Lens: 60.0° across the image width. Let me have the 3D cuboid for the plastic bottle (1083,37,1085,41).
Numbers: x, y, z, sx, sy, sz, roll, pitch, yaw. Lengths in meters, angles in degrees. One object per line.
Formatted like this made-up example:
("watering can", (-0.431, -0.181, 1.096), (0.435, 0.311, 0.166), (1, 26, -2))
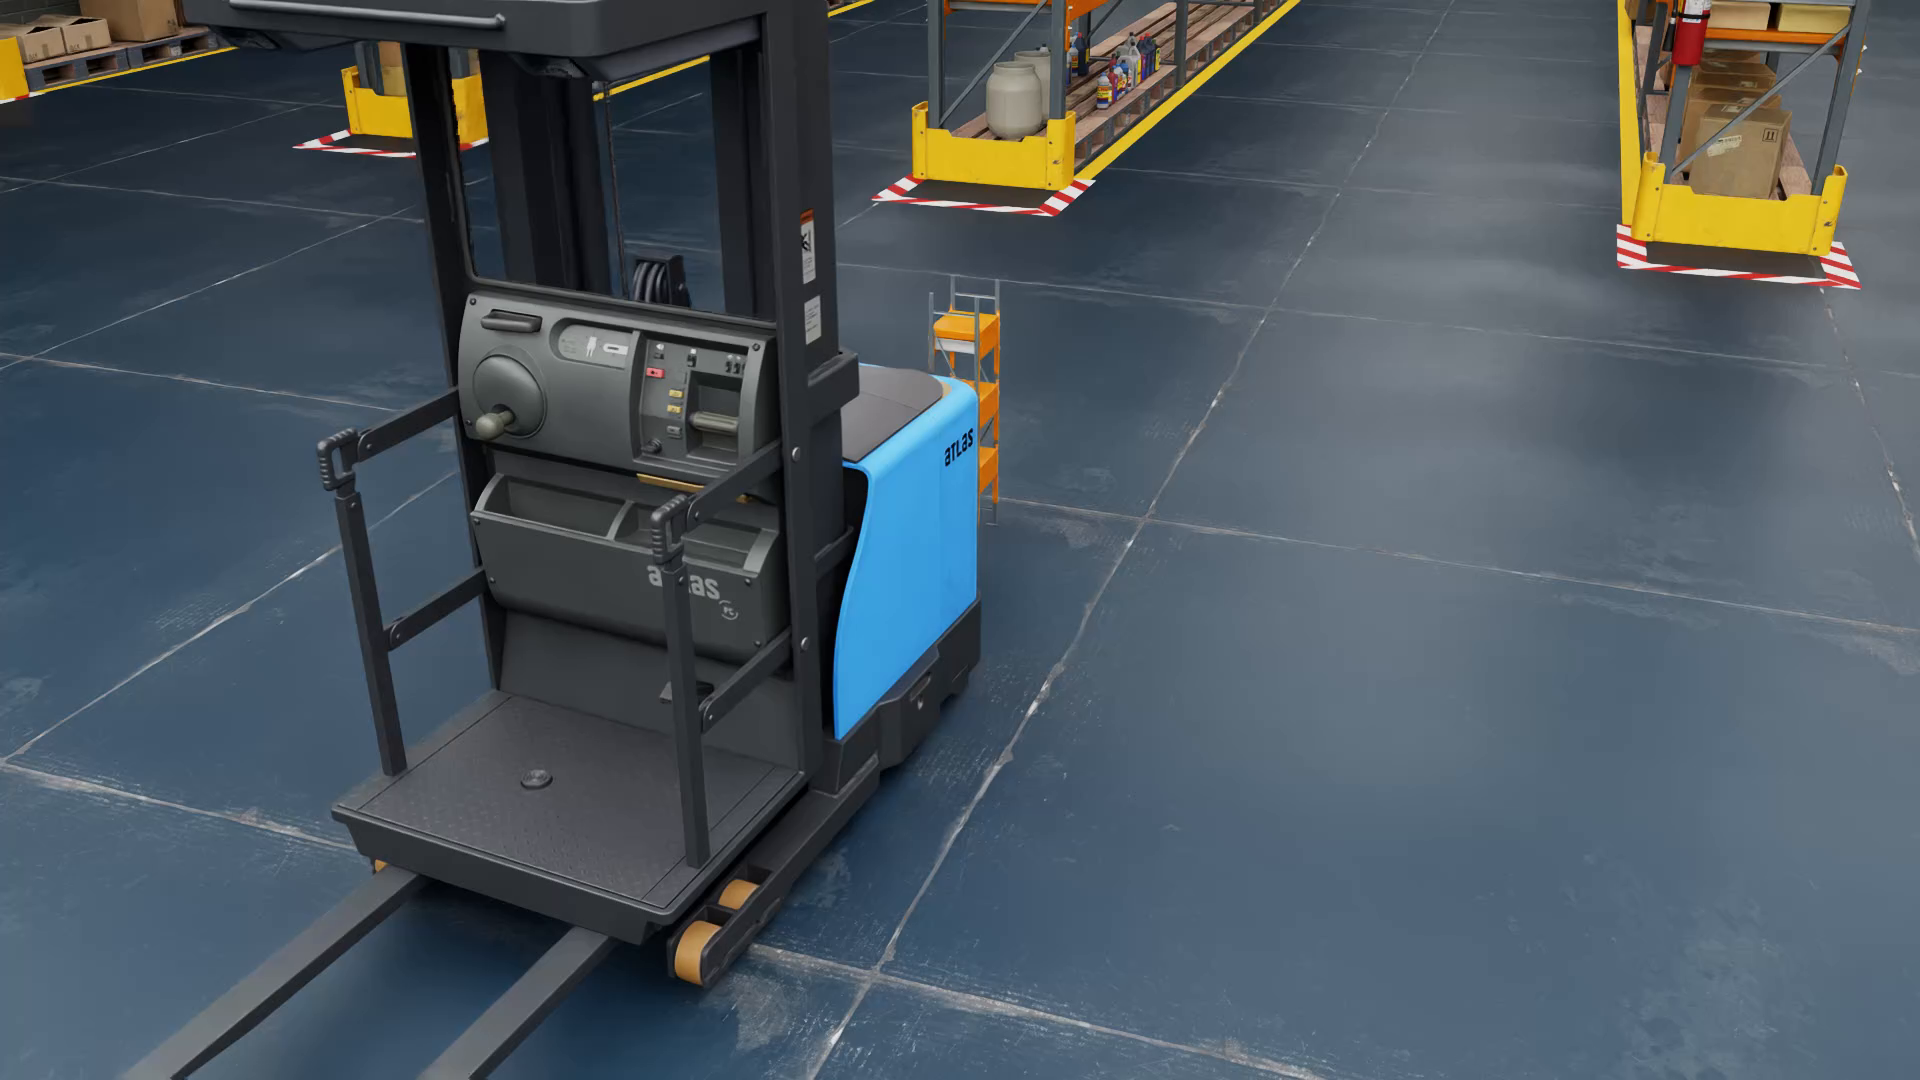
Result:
("plastic bottle", (1.090, -4.366, 14.939), (0.061, 0.283, 0.133), (9, 27, 17))

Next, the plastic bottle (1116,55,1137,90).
("plastic bottle", (1.419, -3.998, 14.187), (0.152, 0.276, 0.135), (9, 27, 18))

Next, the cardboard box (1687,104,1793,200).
("cardboard box", (5.154, -2.567, 10.995), (0.500, 0.500, 0.500), (14, 29, 27))

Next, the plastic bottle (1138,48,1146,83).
("plastic bottle", (1.569, -4.128, 14.445), (0.061, 0.283, 0.133), (11, 28, 21))

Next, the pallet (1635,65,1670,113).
("pallet", (6.519, -3.957, 14.681), (1.003, 0.211, 1.213), (9, 27, 17))

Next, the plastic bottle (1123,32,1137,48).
("plastic bottle", (1.512, -4.331, 14.787), (0.144, 0.351, 0.185), (9, 27, 17))

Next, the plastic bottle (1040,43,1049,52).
("plastic bottle", (0.726, -4.092, 14.295), (0.144, 0.351, 0.185), (9, 27, 17))

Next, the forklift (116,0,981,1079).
("forklift", (-1.004, -0.371, 4.152), (1.130, 2.935, 3.031), (11, 28, 22))

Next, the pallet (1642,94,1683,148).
("pallet", (6.071, -3.356, 13.439), (1.003, 0.211, 1.213), (9, 27, 17))

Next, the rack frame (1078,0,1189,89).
("rack frame", (1.590, -5.610, 14.896), (1.000, 3.000, 0.127), (9, 27, 17))

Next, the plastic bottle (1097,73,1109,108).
("plastic bottle", (1.156, -3.637, 13.445), (0.097, 0.271, 0.097), (0, 26, 0))

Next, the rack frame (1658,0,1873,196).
("rack frame", (4.930, -3.248, 10.017), (1.000, 3.000, 0.127), (9, 27, 17))

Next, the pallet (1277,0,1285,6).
("pallet", (3.552, -6.829, 20.612), (1.003, 0.211, 1.213), (9, 27, 17))

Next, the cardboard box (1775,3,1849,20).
("cardboard box", (5.351, -3.318, 10.449), (0.380, 0.149, 0.250), (9, 27, 17))

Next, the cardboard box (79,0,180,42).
("cardboard box", (-8.287, -5.276, 16.569), (0.700, 0.500, 0.500), (7, 27, 14))

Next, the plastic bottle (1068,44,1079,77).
("plastic bottle", (0.996, -4.232, 14.674), (0.097, 0.271, 0.097), (0, 26, 0))

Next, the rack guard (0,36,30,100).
("rack guard", (-9.058, -4.310, 15.077), (1.175, 0.500, 0.348), (9, 27, 17))

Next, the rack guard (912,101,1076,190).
("rack guard", (0.240, -2.880, 12.124), (1.175, 0.500, 0.348), (9, 27, 17))

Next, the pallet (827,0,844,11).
("pallet", (-2.059, -6.386, 19.698), (1.003, 0.211, 1.213), (9, 27, 17))

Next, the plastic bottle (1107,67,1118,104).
("plastic bottle", (1.249, -3.732, 13.629), (0.061, 0.283, 0.133), (9, 27, 18))

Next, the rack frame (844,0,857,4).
("rack frame", (-1.748, -7.974, 19.777), (1.000, 3.000, 0.127), (9, 27, 17))

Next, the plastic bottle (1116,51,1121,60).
("plastic bottle", (1.371, -4.072, 14.331), (0.061, 0.283, 0.133), (9, 27, 17))

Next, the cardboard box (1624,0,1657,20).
("cardboard box", (7.841, -6.049, 17.758), (1.225, 0.875, 0.875), (7, 27, 15))

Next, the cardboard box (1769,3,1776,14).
("cardboard box", (5.512, -3.524, 10.875), (0.380, 0.149, 0.250), (9, 27, 17))

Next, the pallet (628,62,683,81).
("pallet", (-3.384, -4.755, 16.328), (1.003, 0.211, 1.213), (9, 27, 17))

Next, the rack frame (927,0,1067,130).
("rack frame", (0.259, -3.967, 11.501), (1.000, 3.000, 0.127), (9, 27, 17))

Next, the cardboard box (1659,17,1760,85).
("cardboard box", (6.486, -4.214, 14.376), (0.700, 0.500, 0.500), (7, 27, 13))

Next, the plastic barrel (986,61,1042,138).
("plastic barrel", (0.406, -3.317, 12.533), (0.421, 0.512, 0.421), (0, 26, 0))

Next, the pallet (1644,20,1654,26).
("pallet", (7.926, -5.594, 18.061), (1.003, 0.211, 1.213), (9, 27, 17))

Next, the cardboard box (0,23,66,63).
("cardboard box", (-8.768, -4.662, 15.518), (0.500, 0.311, 0.500), (6, 26, 12))

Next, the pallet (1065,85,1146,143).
("pallet", (0.923, -3.582, 13.907), (1.003, 0.211, 1.213), (9, 27, 17))

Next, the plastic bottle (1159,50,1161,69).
("plastic bottle", (1.763, -4.355, 15.008), (0.097, 0.201, 0.097), (0, 26, 0))

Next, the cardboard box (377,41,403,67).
("cardboard box", (-4.513, -4.239, 13.876), (0.500, 0.500, 0.500), (9, 27, 17))

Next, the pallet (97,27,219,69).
("pallet", (-8.347, -5.008, 16.851), (1.003, 0.211, 1.213), (9, 27, 17))

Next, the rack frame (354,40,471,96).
("rack frame", (-4.411, -4.687, 12.987), (1.000, 3.000, 0.127), (9, 27, 17))

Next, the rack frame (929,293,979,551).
("rack frame", (-0.023, -0.444, 6.463), (0.200, 1.050, 0.008), (9, 27, 17))

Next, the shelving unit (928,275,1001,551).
("shelving unit", (0.018, -0.495, 6.567), (0.215, 1.050, 0.252), (9, 27, 17))

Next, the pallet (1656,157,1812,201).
("pallet", (5.259, -2.353, 11.368), (1.003, 0.211, 1.213), (9, 27, 17))

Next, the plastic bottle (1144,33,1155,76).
("plastic bottle", (1.648, -4.310, 14.744), (0.144, 0.351, 0.185), (8, 27, 16))

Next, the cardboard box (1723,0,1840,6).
("cardboard box", (5.139, -3.649, 10.389), (0.875, 0.500, 0.500), (9, 27, 17))

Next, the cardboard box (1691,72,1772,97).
("cardboard box", (5.546, -3.072, 12.039), (0.500, 0.500, 0.500), (11, 28, 22))

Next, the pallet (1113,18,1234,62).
("pallet", (2.219, -5.187, 17.220), (1.003, 0.211, 1.213), (9, 27, 17))

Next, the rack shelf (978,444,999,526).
("rack shelf", (0.018, -0.235, 6.692), (0.215, 0.259, 0.240), (9, 27, 17))

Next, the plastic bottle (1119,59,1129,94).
("plastic bottle", (1.371, -3.902, 13.993), (0.097, 0.271, 0.097), (0, 26, 0))

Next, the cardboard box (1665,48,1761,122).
("cardboard box", (5.907, -3.561, 13.049), (0.500, 0.500, 0.500), (19, 32, 34))

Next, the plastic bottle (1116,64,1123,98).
("plastic bottle", (1.304, -3.819, 13.821), (0.097, 0.271, 0.097), (0, 26, 0))

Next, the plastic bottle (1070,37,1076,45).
("plastic bottle", (0.989, -4.378, 14.971), (0.152, 0.276, 0.135), (10, 27, 19))

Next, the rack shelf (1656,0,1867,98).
("rack shelf", (5.595, -3.747, 11.871), (1.077, 0.370, 4.000), (9, 27, 17))

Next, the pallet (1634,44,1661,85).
("pallet", (6.923, -4.460, 15.720), (1.003, 0.211, 1.213), (9, 27, 17))
